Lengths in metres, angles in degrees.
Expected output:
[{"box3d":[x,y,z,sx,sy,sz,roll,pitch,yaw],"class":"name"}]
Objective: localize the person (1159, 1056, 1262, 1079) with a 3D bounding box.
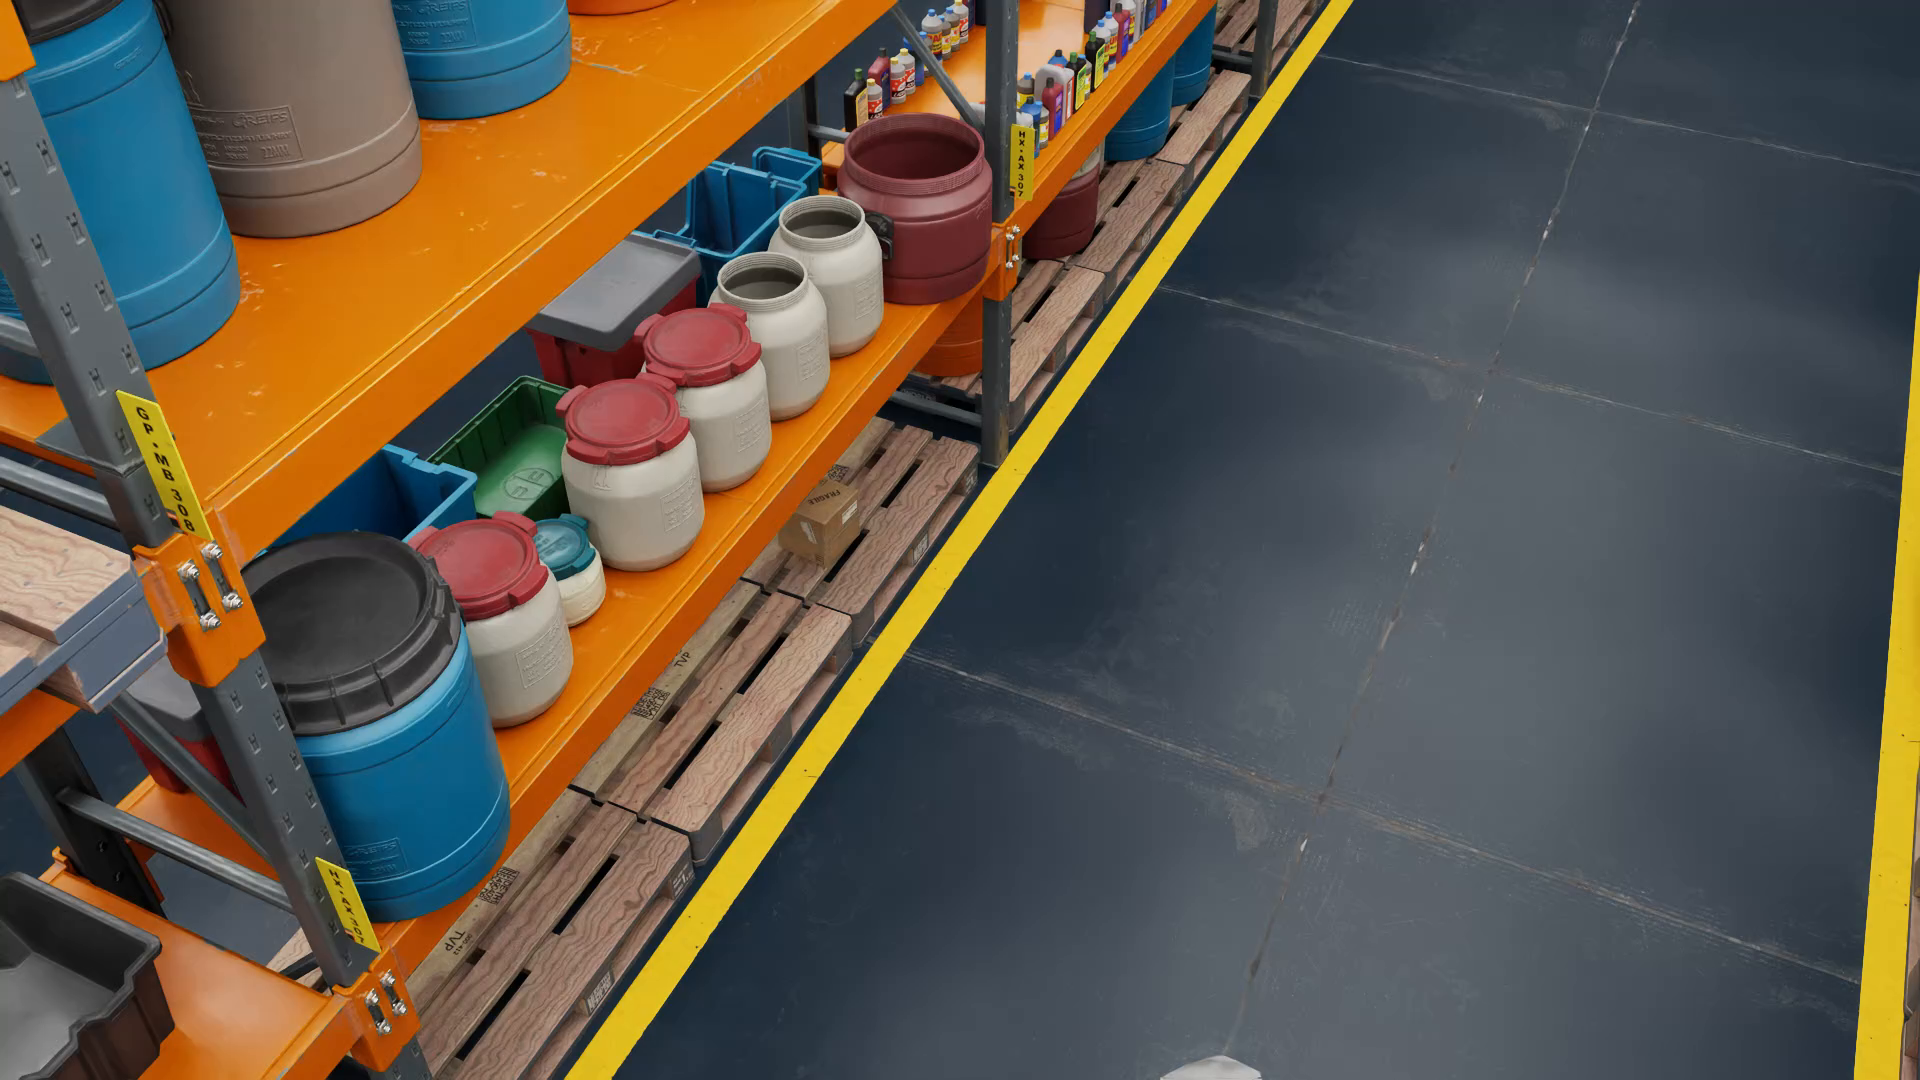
[{"box3d":[0.580,1.821,4.117,0.440,1.625,1.031,-9,43,-10],"class":"person"}]
